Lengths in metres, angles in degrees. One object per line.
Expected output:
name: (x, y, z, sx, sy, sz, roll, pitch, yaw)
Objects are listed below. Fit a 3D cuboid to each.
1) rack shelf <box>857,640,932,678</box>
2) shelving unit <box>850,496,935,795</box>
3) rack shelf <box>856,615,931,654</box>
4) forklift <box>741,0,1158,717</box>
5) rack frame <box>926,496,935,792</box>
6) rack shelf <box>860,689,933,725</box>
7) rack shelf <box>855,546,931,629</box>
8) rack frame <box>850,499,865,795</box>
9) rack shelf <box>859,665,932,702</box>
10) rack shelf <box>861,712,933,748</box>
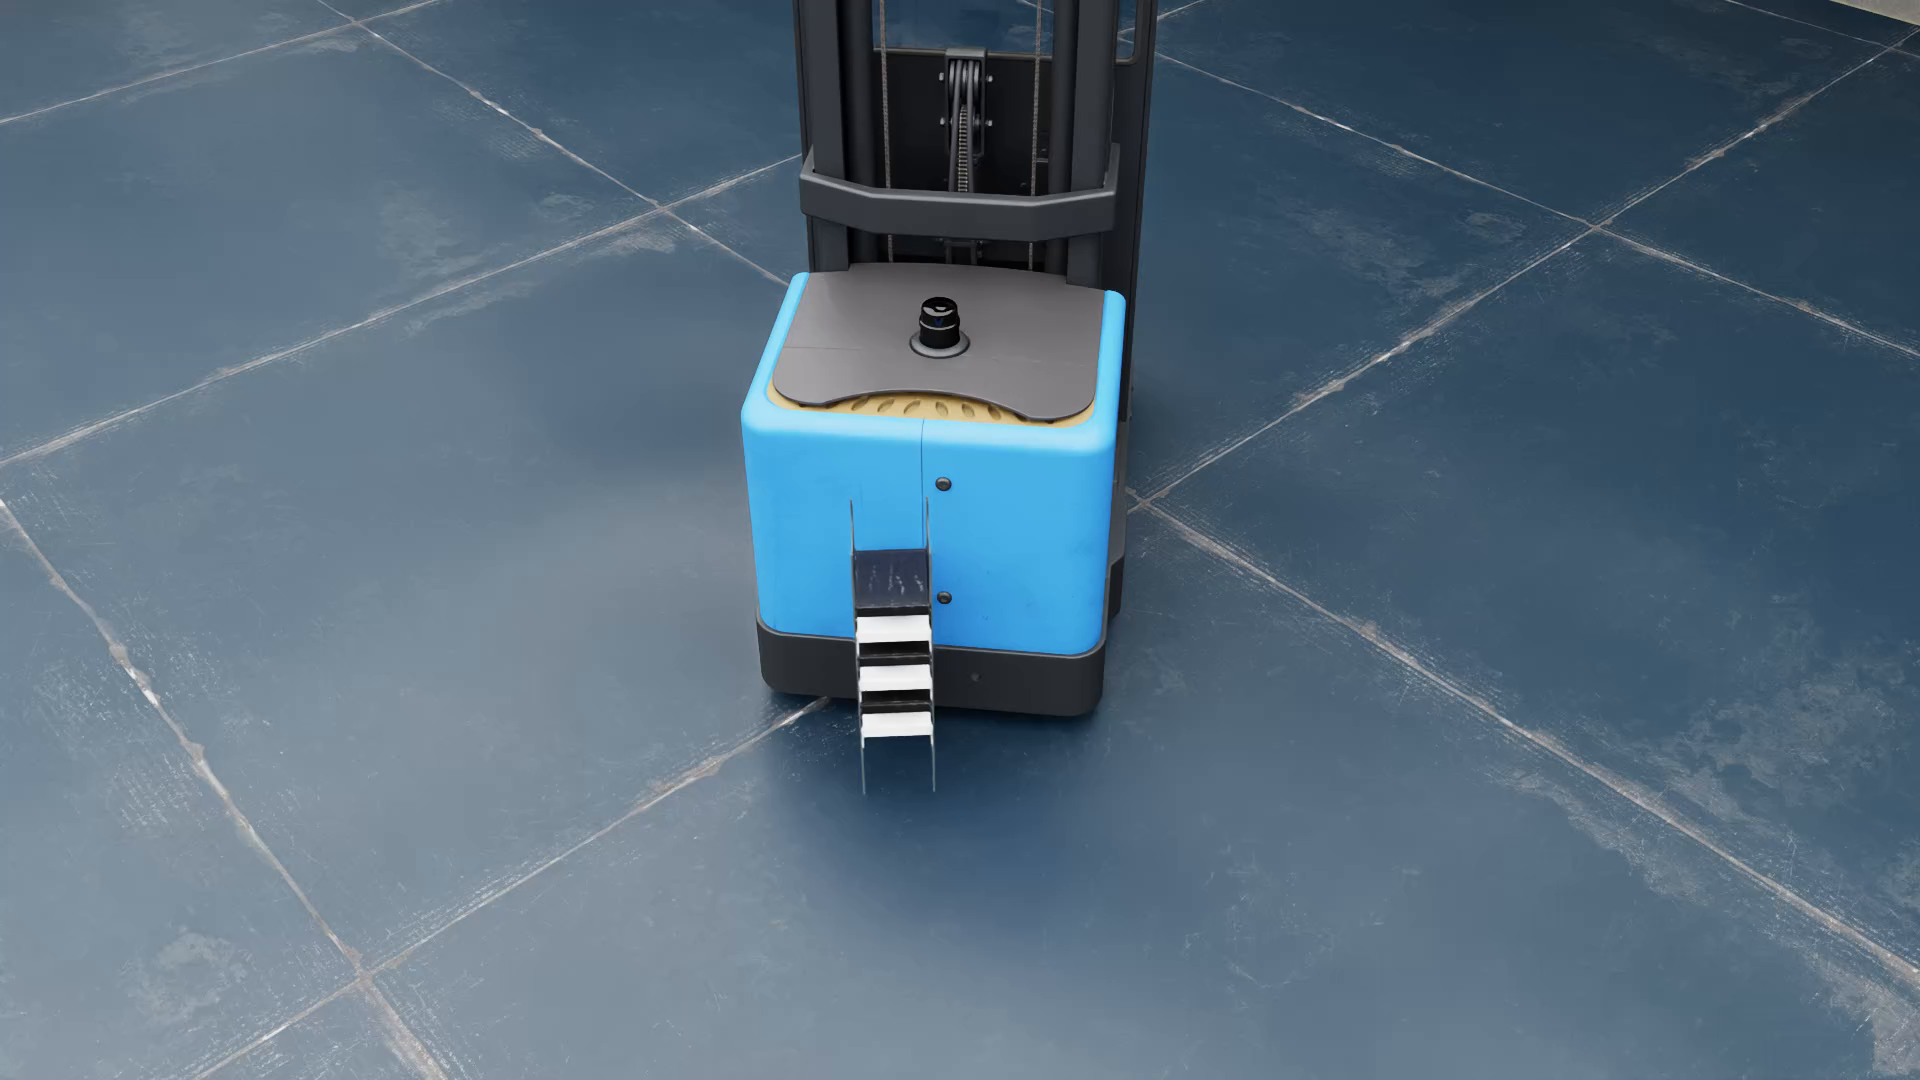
rack shelf: (-0.184, 0.267, 4.613, 0.200, 0.077, 0.258, -2, 39, -2)
shelving unit: (-0.183, 0.311, 4.648, 0.210, 0.900, 0.258, -2, 39, -2)
rack shelf: (-0.184, 0.197, 4.556, 0.200, 0.077, 0.258, -2, 39, -2)
forklift: (0.073, -1.531, 5.313, 1.130, 2.935, 3.031, 4, 39, 5)
rack frame: (-0.082, 0.308, 4.652, 0.006, 0.900, 0.240, -2, 39, -2)
rack shelf: (-0.183, 0.407, 4.726, 0.200, 0.077, 0.258, -2, 39, -2)
rack shelf: (-0.184, 0.127, 4.499, 0.200, 0.077, 0.258, -2, 39, -2)
rack frame: (-0.285, 0.315, 4.644, 0.006, 0.900, 0.240, -2, 39, -2)
rack shelf: (-0.183, 0.337, 4.669, 0.200, 0.077, 0.258, -2, 39, -2)
rack shelf: (-0.183, 0.477, 4.782, 0.200, 0.077, 0.258, -2, 39, -2)
